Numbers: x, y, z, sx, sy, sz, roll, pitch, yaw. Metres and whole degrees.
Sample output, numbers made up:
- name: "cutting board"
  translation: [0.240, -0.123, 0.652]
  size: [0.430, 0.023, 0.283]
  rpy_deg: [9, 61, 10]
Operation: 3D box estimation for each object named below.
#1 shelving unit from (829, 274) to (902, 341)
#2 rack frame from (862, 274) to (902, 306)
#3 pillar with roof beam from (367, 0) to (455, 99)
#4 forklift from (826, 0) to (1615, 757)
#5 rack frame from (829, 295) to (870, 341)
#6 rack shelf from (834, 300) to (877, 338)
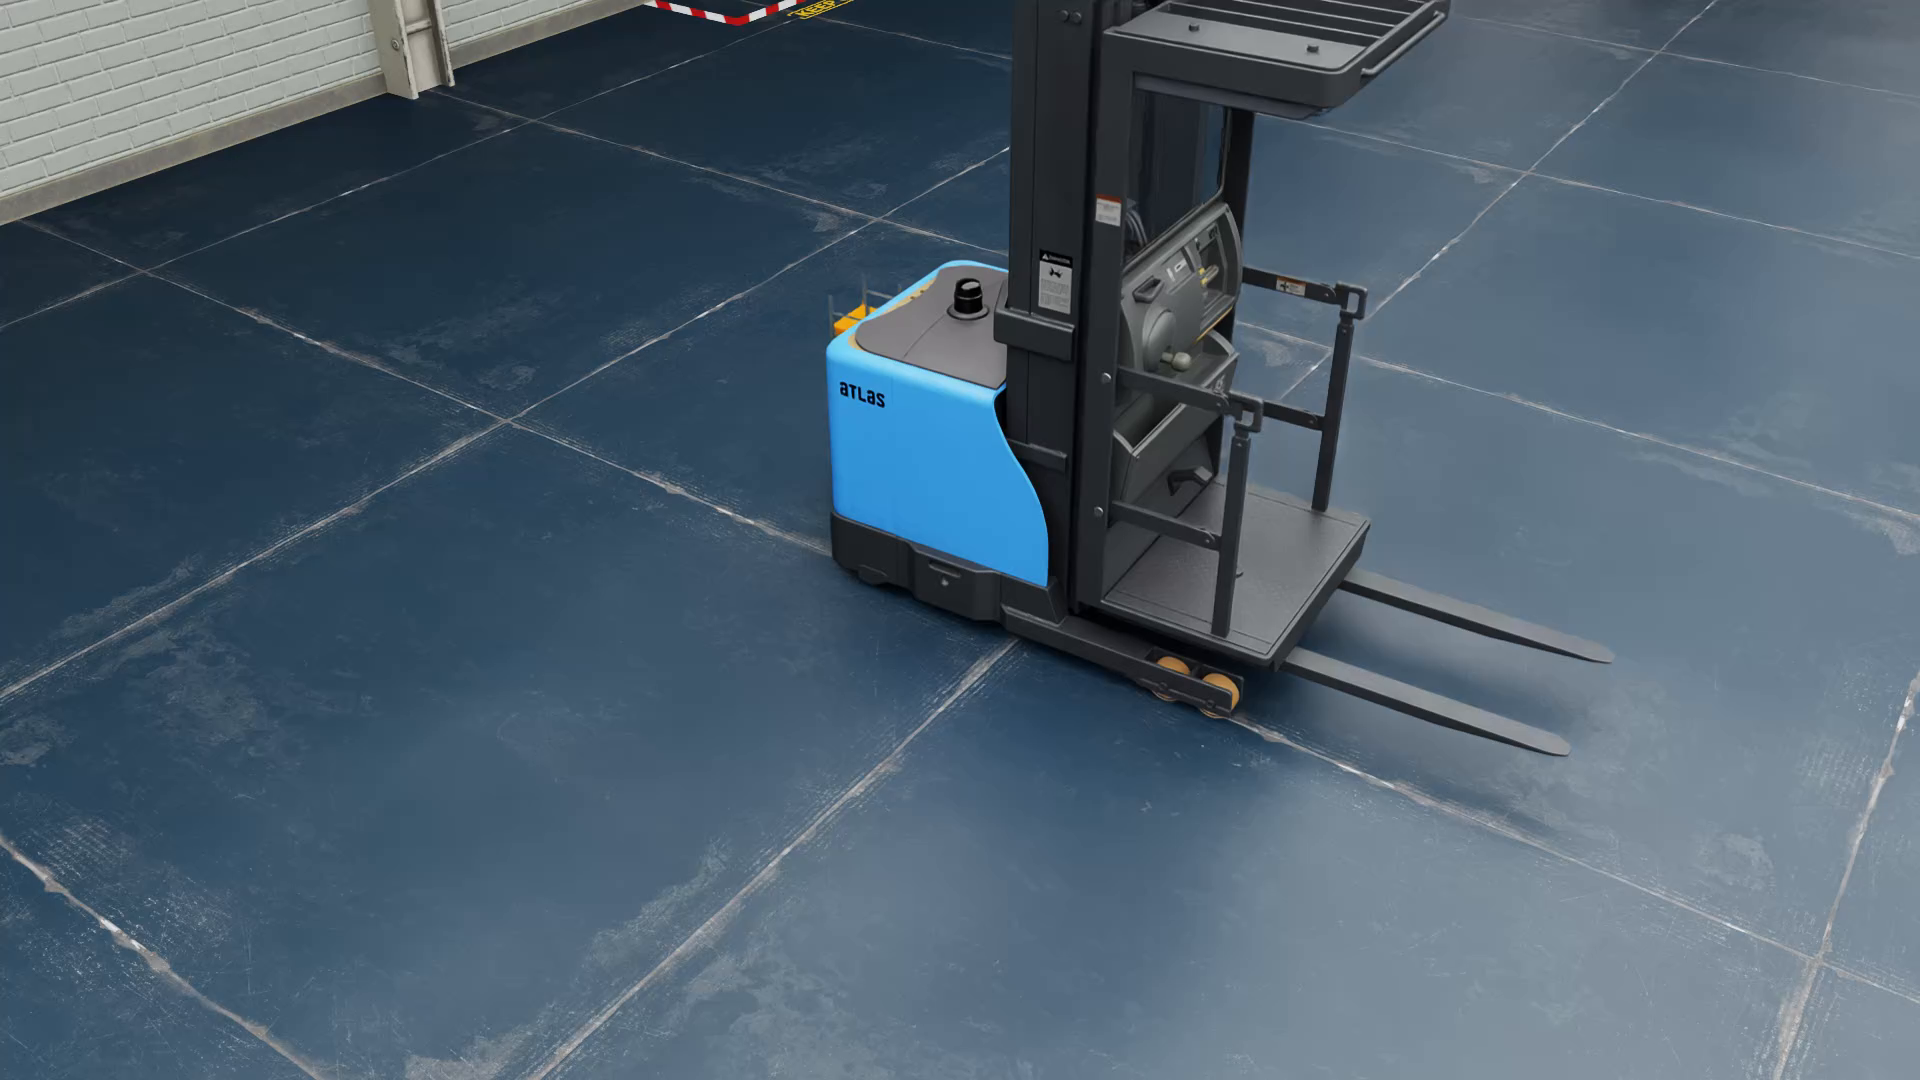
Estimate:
- name: "shelving unit"
  translation: [-0.392, -0.603, 7.205]
  size: [0.215, 1.050, 0.252]
  rpy_deg: [19, 38, 26]
- name: "rack frame"
  translation: [-0.328, -0.662, 7.291]
  size: [0.200, 1.050, 0.008]
  rpy_deg: [19, 38, 26]
- name: "pillar with roof beam"
  translation: [-0.399, -5.650, 7.572]
  size: [9.100, 9.000, 0.400]
  rpy_deg: [21, 39, 28]
- name: "forklift"
  translation: [0.985, -0.884, 5.941]
  size: [3.031, 2.935, 1.130]
  rpy_deg: [19, 38, 26]
- name: "rack frame"
  translation: [-0.456, -0.545, 7.119]
  size: [0.200, 1.050, 0.008]
  rpy_deg: [19, 38, 26]
- name: "rack shelf"
  translation: [-0.392, -0.830, 7.052]
  size: [0.215, 0.259, 0.240]
  rpy_deg: [19, 38, 26]
